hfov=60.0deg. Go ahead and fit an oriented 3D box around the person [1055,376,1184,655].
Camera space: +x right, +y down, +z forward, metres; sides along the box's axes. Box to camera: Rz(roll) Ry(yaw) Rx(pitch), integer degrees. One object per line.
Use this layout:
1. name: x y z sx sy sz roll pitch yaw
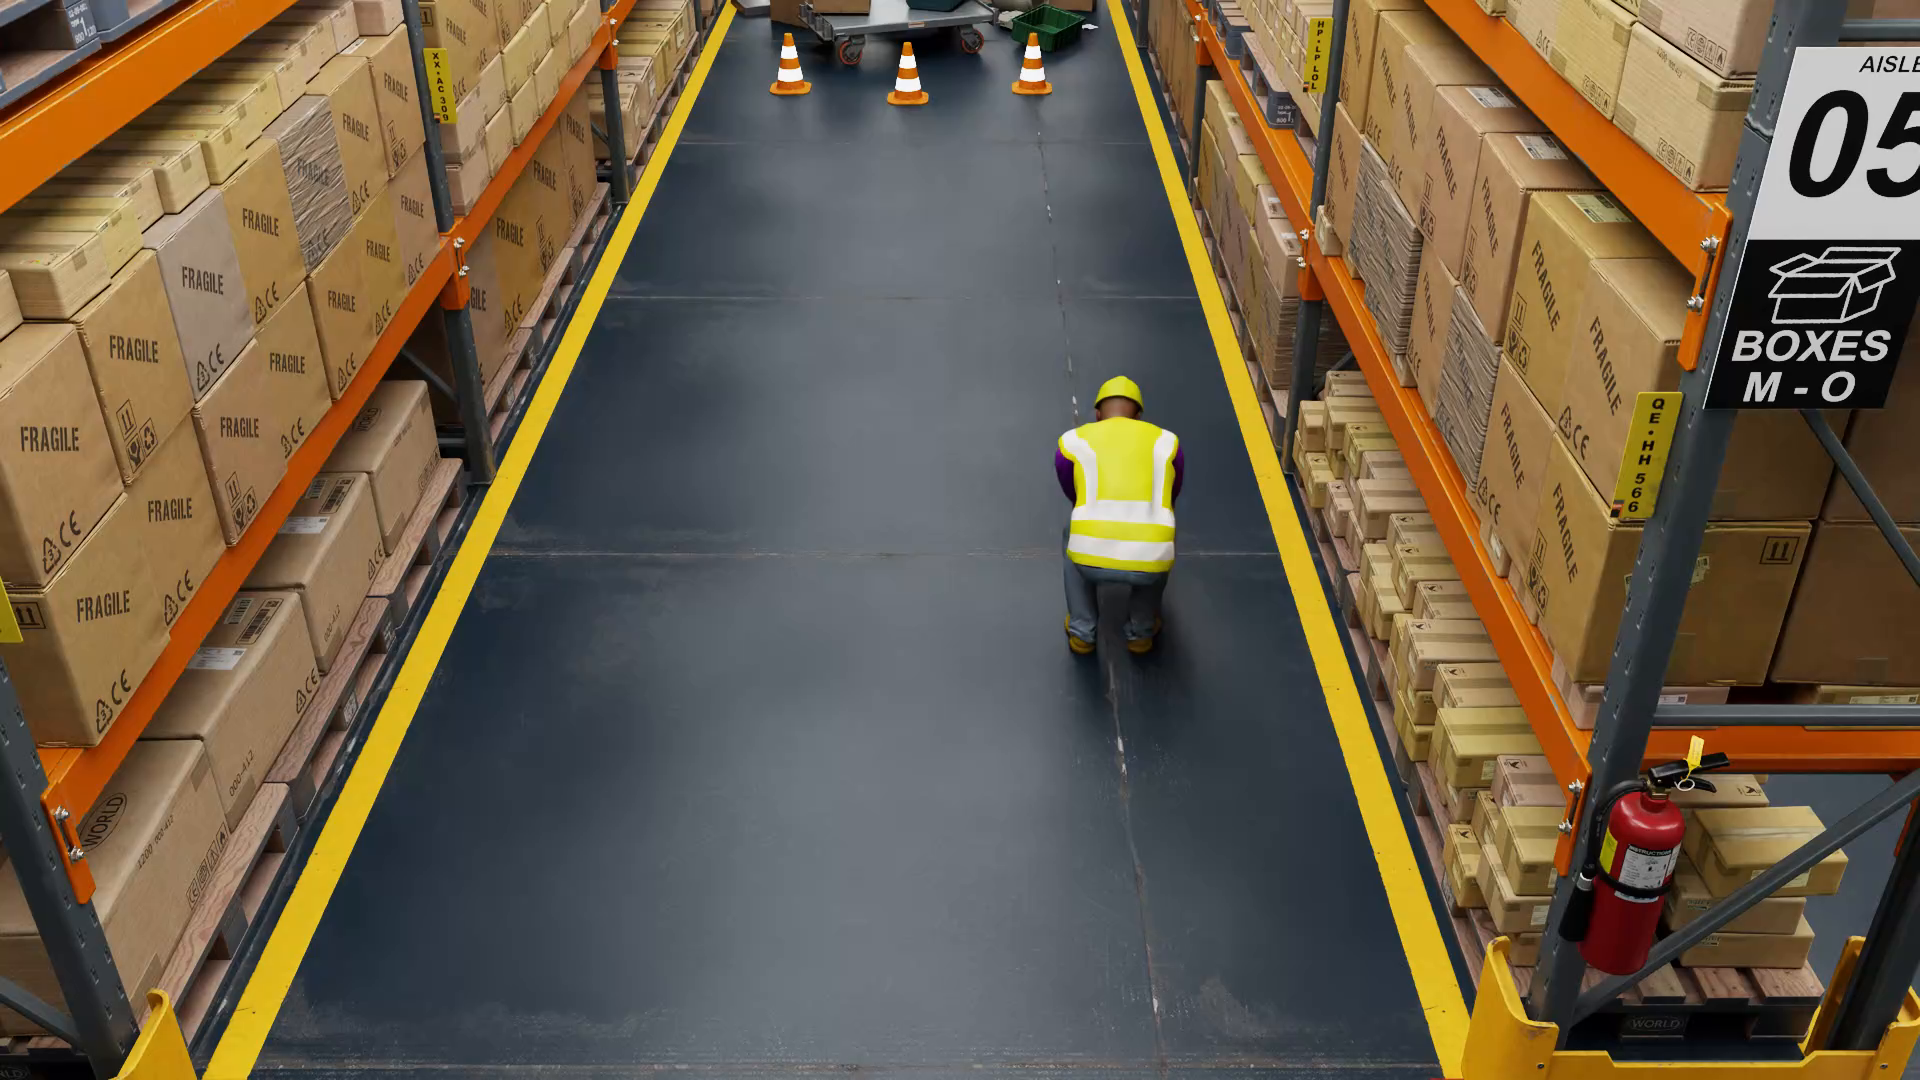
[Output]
1. person: 0.652 -0.078 6.972 0.535 1.011 0.916 4 32 6
